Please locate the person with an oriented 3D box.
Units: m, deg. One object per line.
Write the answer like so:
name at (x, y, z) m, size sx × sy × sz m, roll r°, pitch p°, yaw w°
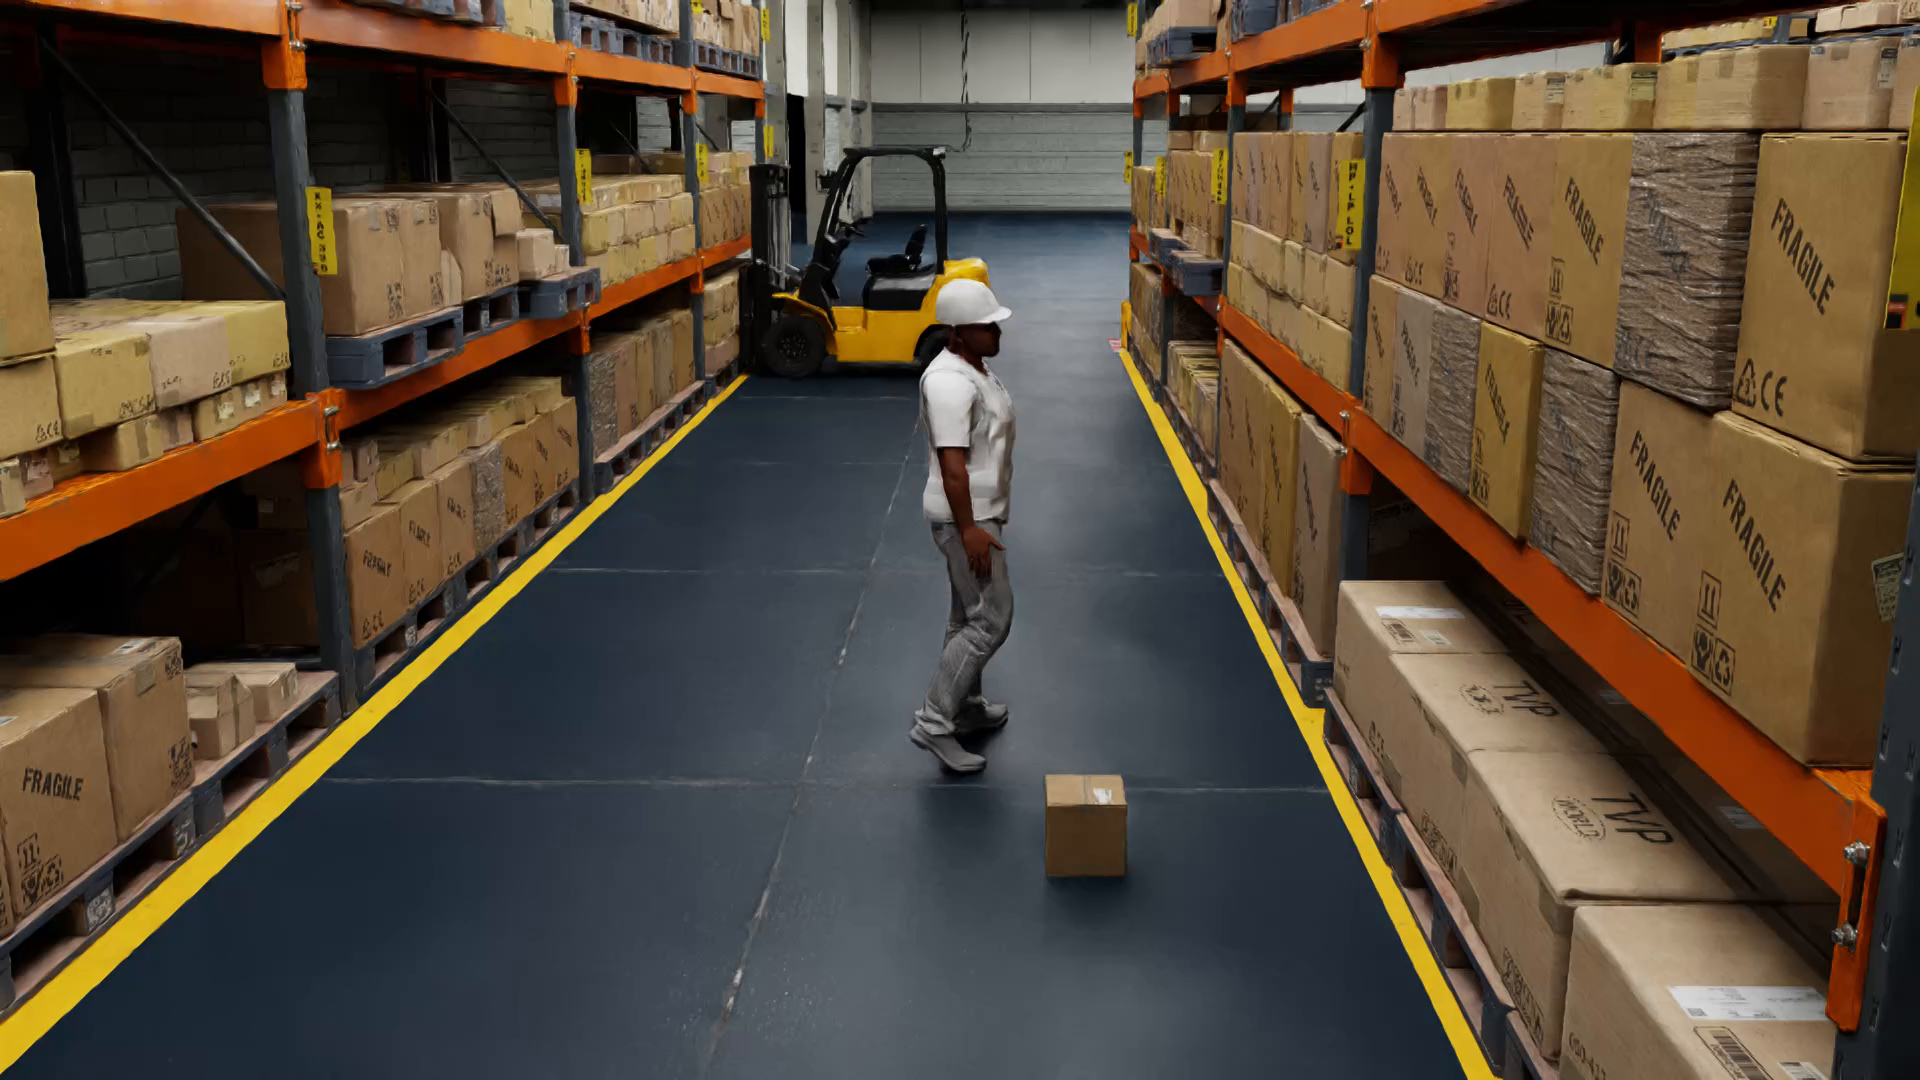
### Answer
person at (0.028, -0.083, 6.208) m, size 0.378 × 1.776 × 0.682 m, roll 1°, pitch 14°, yaw 6°
